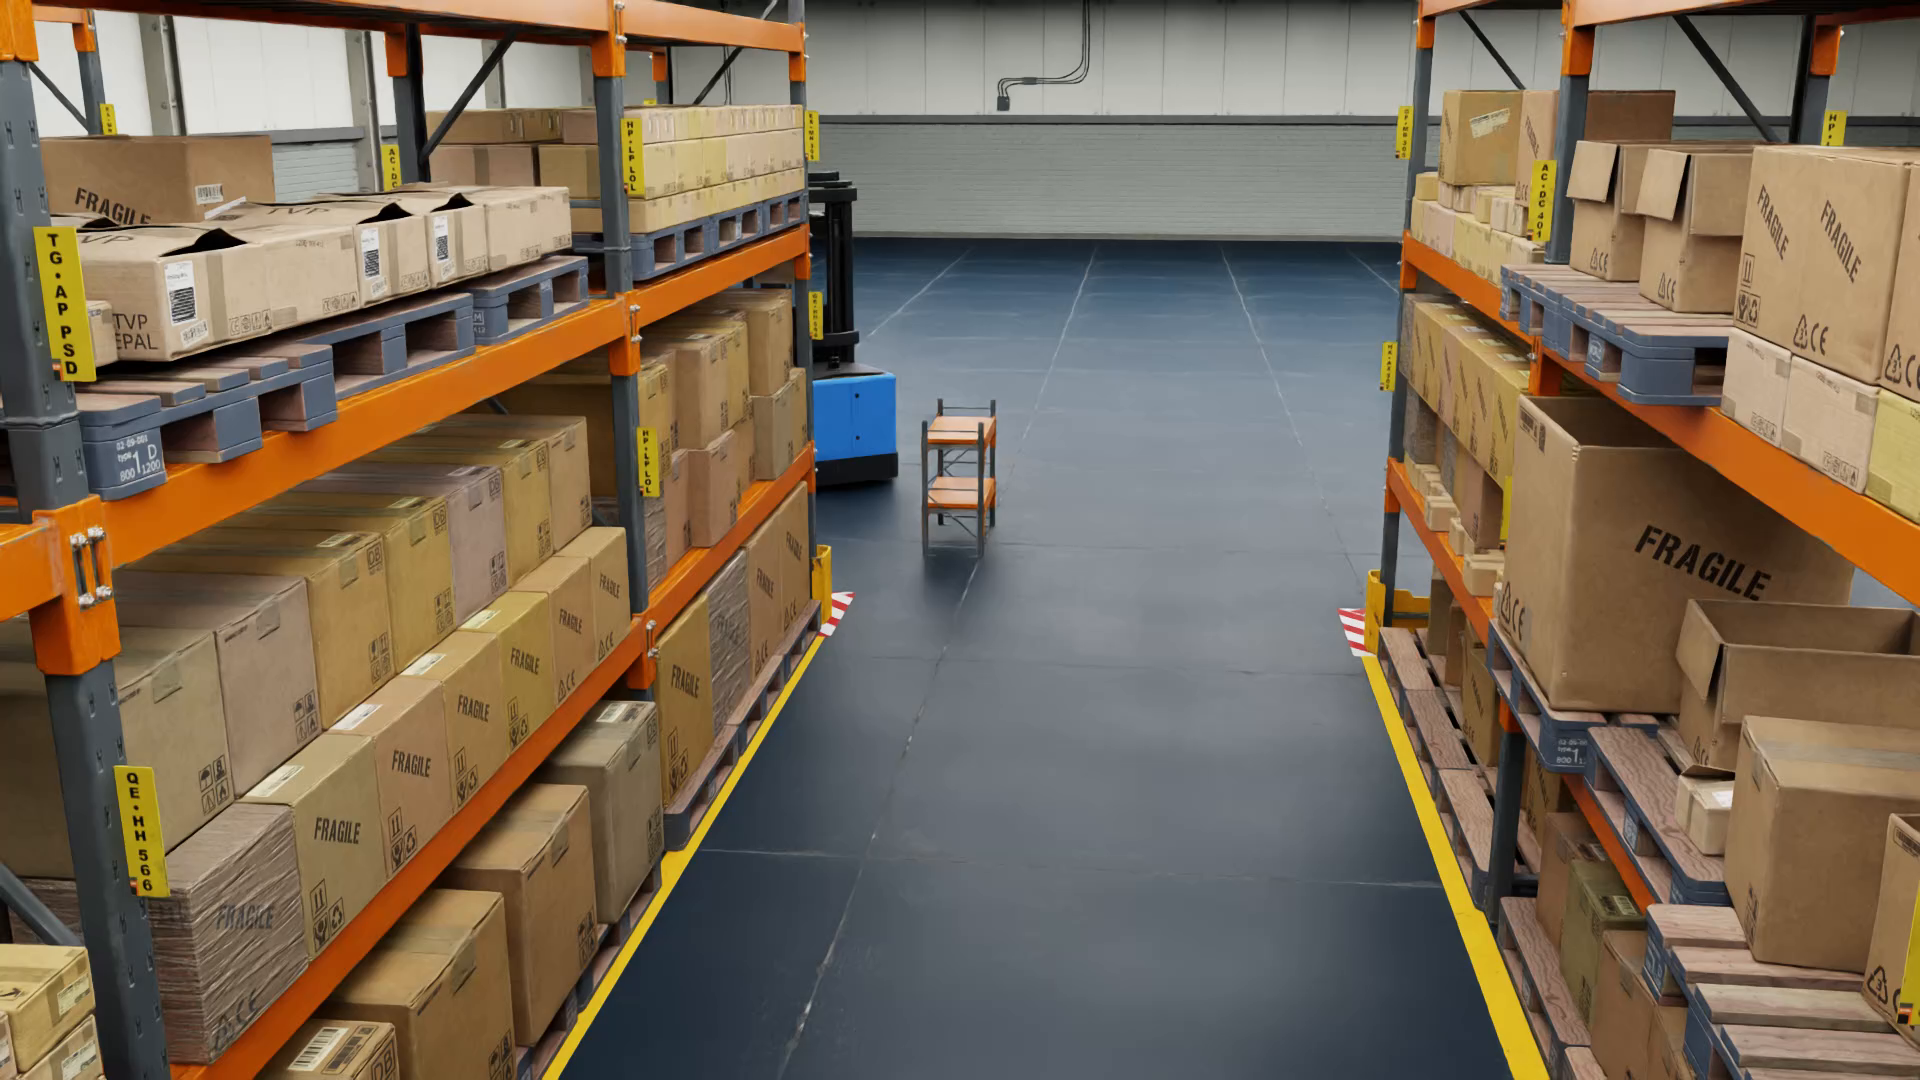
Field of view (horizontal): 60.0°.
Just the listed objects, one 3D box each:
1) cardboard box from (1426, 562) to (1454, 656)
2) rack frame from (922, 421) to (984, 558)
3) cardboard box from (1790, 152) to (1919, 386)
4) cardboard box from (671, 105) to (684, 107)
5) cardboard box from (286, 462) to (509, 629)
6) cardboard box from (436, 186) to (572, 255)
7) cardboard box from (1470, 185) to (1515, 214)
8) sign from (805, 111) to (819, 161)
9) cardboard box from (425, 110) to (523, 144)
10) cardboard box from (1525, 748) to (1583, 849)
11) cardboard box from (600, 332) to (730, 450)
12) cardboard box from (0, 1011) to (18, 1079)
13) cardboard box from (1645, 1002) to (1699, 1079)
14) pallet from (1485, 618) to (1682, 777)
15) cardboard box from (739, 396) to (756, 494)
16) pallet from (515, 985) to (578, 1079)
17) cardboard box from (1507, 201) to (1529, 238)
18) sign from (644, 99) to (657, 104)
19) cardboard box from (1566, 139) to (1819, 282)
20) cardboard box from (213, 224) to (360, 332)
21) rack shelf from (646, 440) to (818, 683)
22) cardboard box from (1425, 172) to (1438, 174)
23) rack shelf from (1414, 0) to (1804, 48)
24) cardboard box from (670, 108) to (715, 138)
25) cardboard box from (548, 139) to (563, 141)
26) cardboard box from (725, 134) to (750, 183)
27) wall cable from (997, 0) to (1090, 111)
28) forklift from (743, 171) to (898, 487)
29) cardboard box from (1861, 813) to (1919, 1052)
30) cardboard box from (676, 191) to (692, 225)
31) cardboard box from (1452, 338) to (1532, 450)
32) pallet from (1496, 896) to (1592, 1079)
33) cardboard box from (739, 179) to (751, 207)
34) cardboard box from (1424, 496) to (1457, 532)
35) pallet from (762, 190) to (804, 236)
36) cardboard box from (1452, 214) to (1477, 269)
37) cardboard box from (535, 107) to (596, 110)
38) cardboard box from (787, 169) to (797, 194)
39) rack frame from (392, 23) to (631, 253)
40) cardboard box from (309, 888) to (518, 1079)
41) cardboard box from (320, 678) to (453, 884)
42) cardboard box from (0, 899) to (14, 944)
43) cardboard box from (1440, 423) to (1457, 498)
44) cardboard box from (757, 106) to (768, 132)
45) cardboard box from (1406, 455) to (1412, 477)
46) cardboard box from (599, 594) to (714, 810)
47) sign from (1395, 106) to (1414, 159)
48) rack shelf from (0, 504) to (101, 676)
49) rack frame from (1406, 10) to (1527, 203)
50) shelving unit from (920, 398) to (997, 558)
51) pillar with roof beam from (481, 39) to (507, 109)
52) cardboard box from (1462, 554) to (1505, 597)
[{"bbox_3d":[3.297,0.446,10.749,0.500,0.500,0.500,5,16,17],"label":"cardboard box"},{"bbox_3d":[-0.058,-0.409,13.521,0.500,1.125,0.032,2,15,6],"label":"rack frame"},{"bbox_3d":[2.333,-0.646,3.910,0.500,0.500,0.500,2,15,6],"label":"cardboard box"},{"bbox_3d":[-1.945,-2.646,10.410,0.380,0.149,0.250,1,15,5],"label":"cardboard box"},{"bbox_3d":[-2.148,0.009,6.277,0.700,0.500,0.500,2,15,7],"label":"cardboard box"},{"bbox_3d":[-1.905,-1.293,6.741,0.500,0.250,0.500,2,15,7],"label":"cardboard box"},{"bbox_3d":[2.960,-1.820,8.924,0.380,0.149,0.250,2,15,6],"label":"cardboard box"},{"bbox_3d":[-0.996,-2.709,11.143,0.100,0.325,0.005,2,15,6],"label":"sign"},{"bbox_3d":[-2.260,-1.921,7.731,0.380,0.149,0.250,2,15,6],"label":"cardboard box"},{"bbox_3d":[3.017,1.220,7.889,0.500,0.500,0.500,1,15,5],"label":"cardboard box"},{"bbox_3d":[-1.765,-0.824,9.108,0.875,0.550,0.550,2,15,6],"label":"cardboard box"},{"bbox_3d":[-2.066,1.020,3.179,0.380,0.149,0.250,2,15,6],"label":"cardboard box"},{"bbox_3d":[2.644,1.884,5.393,0.700,0.500,0.500,3,15,11],"label":"cardboard box"},{"bbox_3d":[2.702,0.605,6.546,1.003,0.211,1.213,2,15,6],"label":"pallet"},{"bbox_3d":[-1.758,-0.581,10.278,0.875,0.550,0.550,2,15,6],"label":"cardboard box"},{"bbox_3d":[-2.132,2.012,6.318,1.003,0.211,1.213,2,15,6],"label":"pallet"},{"bbox_3d":[2.745,-1.477,7.654,0.380,0.149,0.250,1,15,3],"label":"cardboard box"},{"bbox_3d":[-2.084,-2.818,11.263,0.100,0.325,0.005,2,15,6],"label":"sign"},{"bbox_3d":[2.781,-1.263,6.339,0.797,0.503,0.637,1,15,3],"label":"cardboard box"},{"bbox_3d":[-2.079,-0.754,4.750,0.500,0.250,0.500,2,15,8],"label":"cardboard box"},{"bbox_3d":[-1.759,-0.025,9.888,1.077,0.370,4.000,2,15,6],"label":"rack shelf"},{"bbox_3d":[3.123,-2.223,10.412,0.380,0.149,0.250,2,15,6],"label":"cardboard box"},{"bbox_3d":[3.158,-2.748,8.468,1.077,0.370,4.000,2,15,6],"label":"rack shelf"},{"bbox_3d":[-1.493,-2.166,8.635,0.380,0.149,0.250,2,15,7],"label":"cardboard box"},{"bbox_3d":[-2.127,-1.891,8.382,0.500,0.250,0.500,2,15,6],"label":"cardboard box"},{"bbox_3d":[-1.483,-2.136,9.289,0.500,0.250,0.500,2,15,7],"label":"cardboard box"},{"bbox_3d":[2.093,-13.762,41.302,2.305,6.003,0.169,2,15,6],"label":"wall cable"},{"bbox_3d":[-1.753,-2.245,16.849,1.130,2.935,3.031,-8,17,-28],"label":"forklift"},{"bbox_3d":[2.502,0.964,3.856,0.500,0.500,0.500,0,15,-1],"label":"cardboard box"},{"bbox_3d":[-1.549,-1.648,8.249,0.380,0.149,0.250,2,15,6],"label":"cardboard box"},{"bbox_3d":[2.822,-0.740,8.477,0.500,0.500,0.500,2,15,6],"label":"cardboard box"},{"bbox_3d":[2.846,1.866,6.855,1.003,0.211,1.213,2,15,6],"label":"pallet"},{"bbox_3d":[-1.407,-1.977,9.467,0.380,0.149,0.250,2,15,7],"label":"cardboard box"},{"bbox_3d":[2.849,-0.145,9.432,0.380,0.149,0.250,2,15,6],"label":"cardboard box"},{"bbox_3d":[-1.607,-2.104,10.620,1.003,0.211,1.213,2,15,6],"label":"pallet"},{"bbox_3d":[2.907,-1.580,8.799,0.500,0.250,0.500,2,15,8],"label":"cardboard box"},{"bbox_3d":[-2.117,-2.248,8.941,0.380,0.149,0.250,2,15,6],"label":"cardboard box"},{"bbox_3d":[-1.263,-2.308,10.688,0.380,0.149,0.250,2,15,7],"label":"cardboard box"},{"bbox_3d":[-1.985,-2.750,7.093,1.000,3.000,0.127,2,15,6],"label":"rack frame"},{"bbox_3d":[-2.182,1.685,5.691,1.050,0.750,0.750,2,15,7],"label":"cardboard box"},{"bbox_3d":[-2.005,0.764,5.399,0.500,0.500,0.500,2,15,6],"label":"cardboard box"},{"bbox_3d":[-2.652,1.010,4.487,0.500,0.500,0.500,2,15,6],"label":"cardboard box"},{"bbox_3d":[3.258,-0.508,9.531,0.875,0.500,0.500,2,15,6],"label":"cardboard box"},{"bbox_3d":[-1.350,-2.494,9.848,0.380,0.149,0.250,2,15,6],"label":"cardboard box"},{"bbox_3d":[3.067,-0.467,10.623,0.380,0.149,0.250,2,15,6],"label":"cardboard box"},{"bbox_3d":[-1.844,0.808,8.694,0.875,0.875,0.875,2,15,7],"label":"cardboard box"},{"bbox_3d":[2.845,-2.605,10.628,0.100,0.325,0.005,2,15,6],"label":"sign"},{"bbox_3d":[-2.662,0.601,1.823,1.077,0.370,4.000,2,15,6],"label":"rack shelf"},{"bbox_3d":[3.384,-3.615,10.292,1.000,3.000,0.127,2,15,6],"label":"rack frame"},{"bbox_3d":[-0.001,-0.541,14.009,0.538,1.125,1.048,2,15,6],"label":"shelving unit"},{"bbox_3d":[-5.384,-9.996,33.890,9.100,9.000,0.400,2,15,6],"label":"pillar with roof beam"},{"bbox_3d":[2.708,0.179,8.233,0.380,0.149,0.250,2,15,6],"label":"cardboard box"}]
